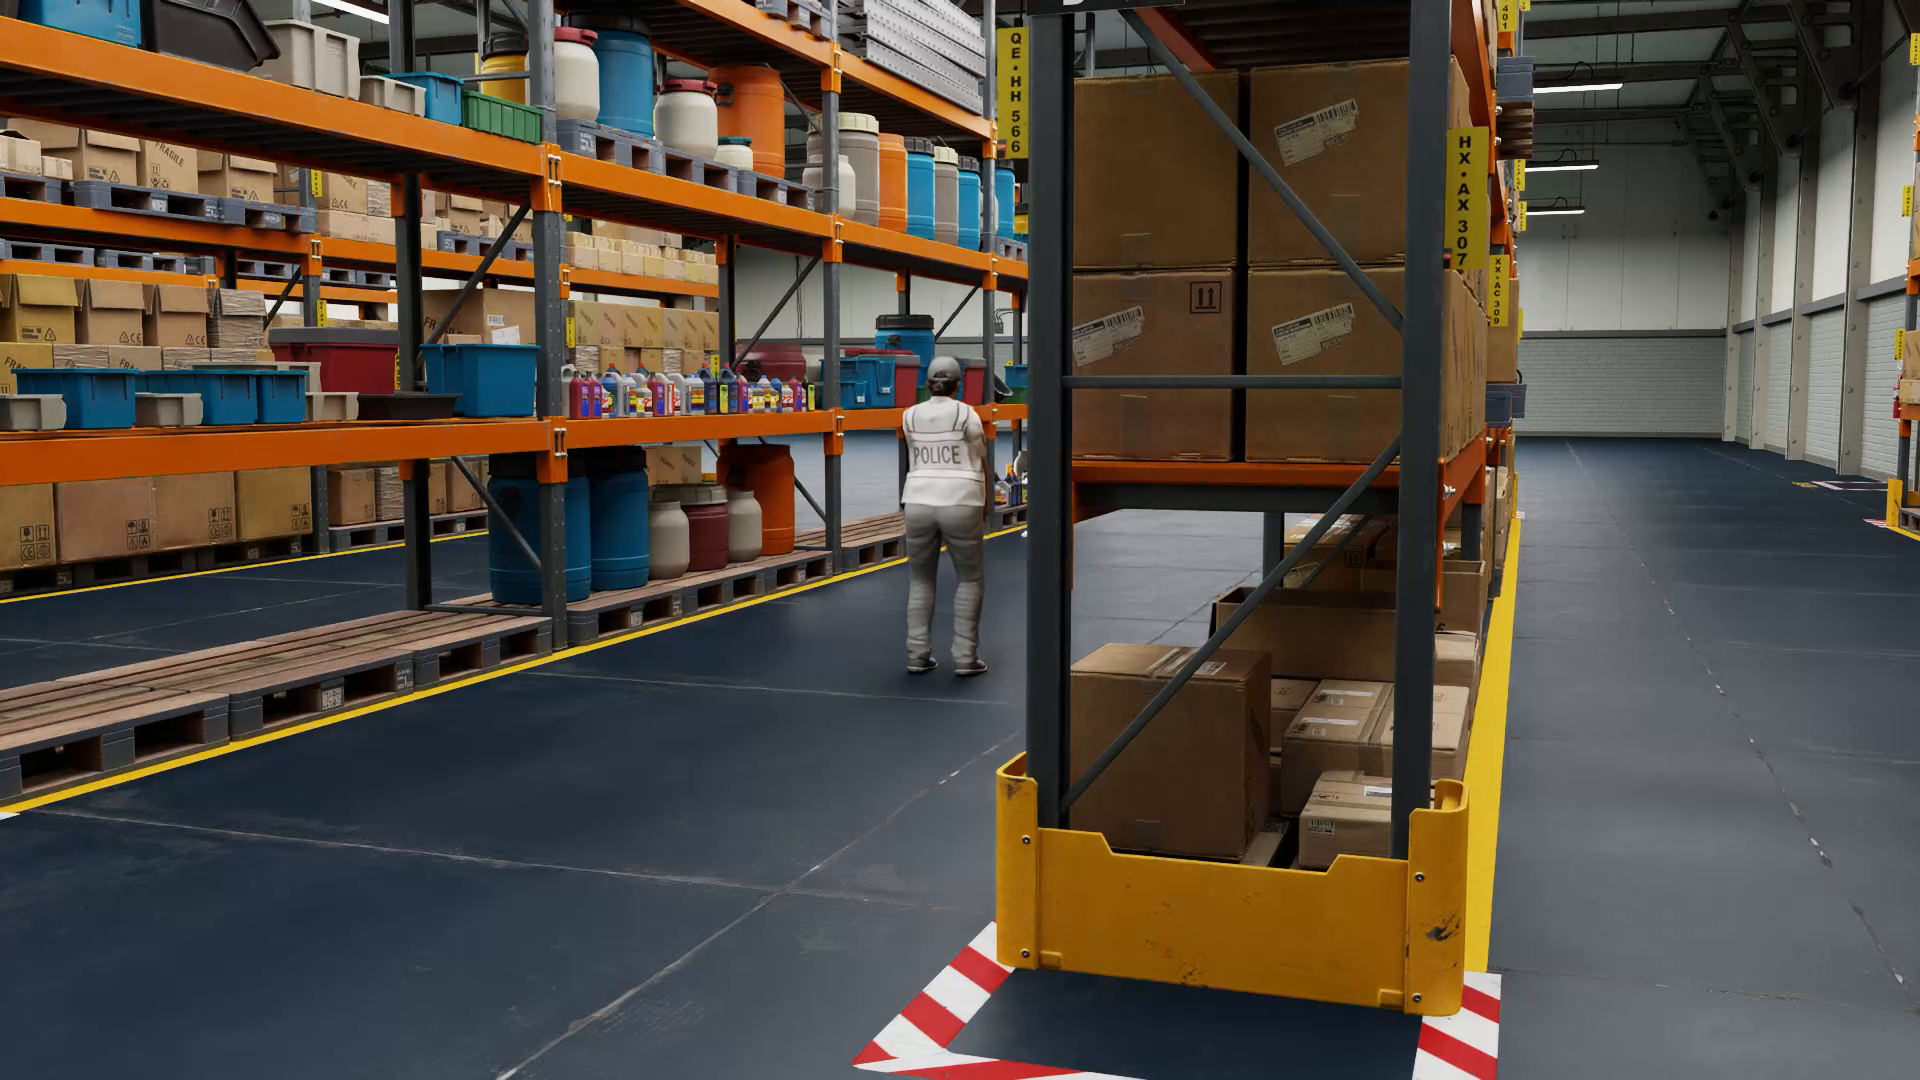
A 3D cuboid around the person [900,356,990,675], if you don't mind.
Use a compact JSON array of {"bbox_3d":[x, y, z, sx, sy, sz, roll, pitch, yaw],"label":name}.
[{"bbox_3d":[-0.066,-0.132,8.727,0.452,1.661,0.553,2,6,18],"label":"person"}]
